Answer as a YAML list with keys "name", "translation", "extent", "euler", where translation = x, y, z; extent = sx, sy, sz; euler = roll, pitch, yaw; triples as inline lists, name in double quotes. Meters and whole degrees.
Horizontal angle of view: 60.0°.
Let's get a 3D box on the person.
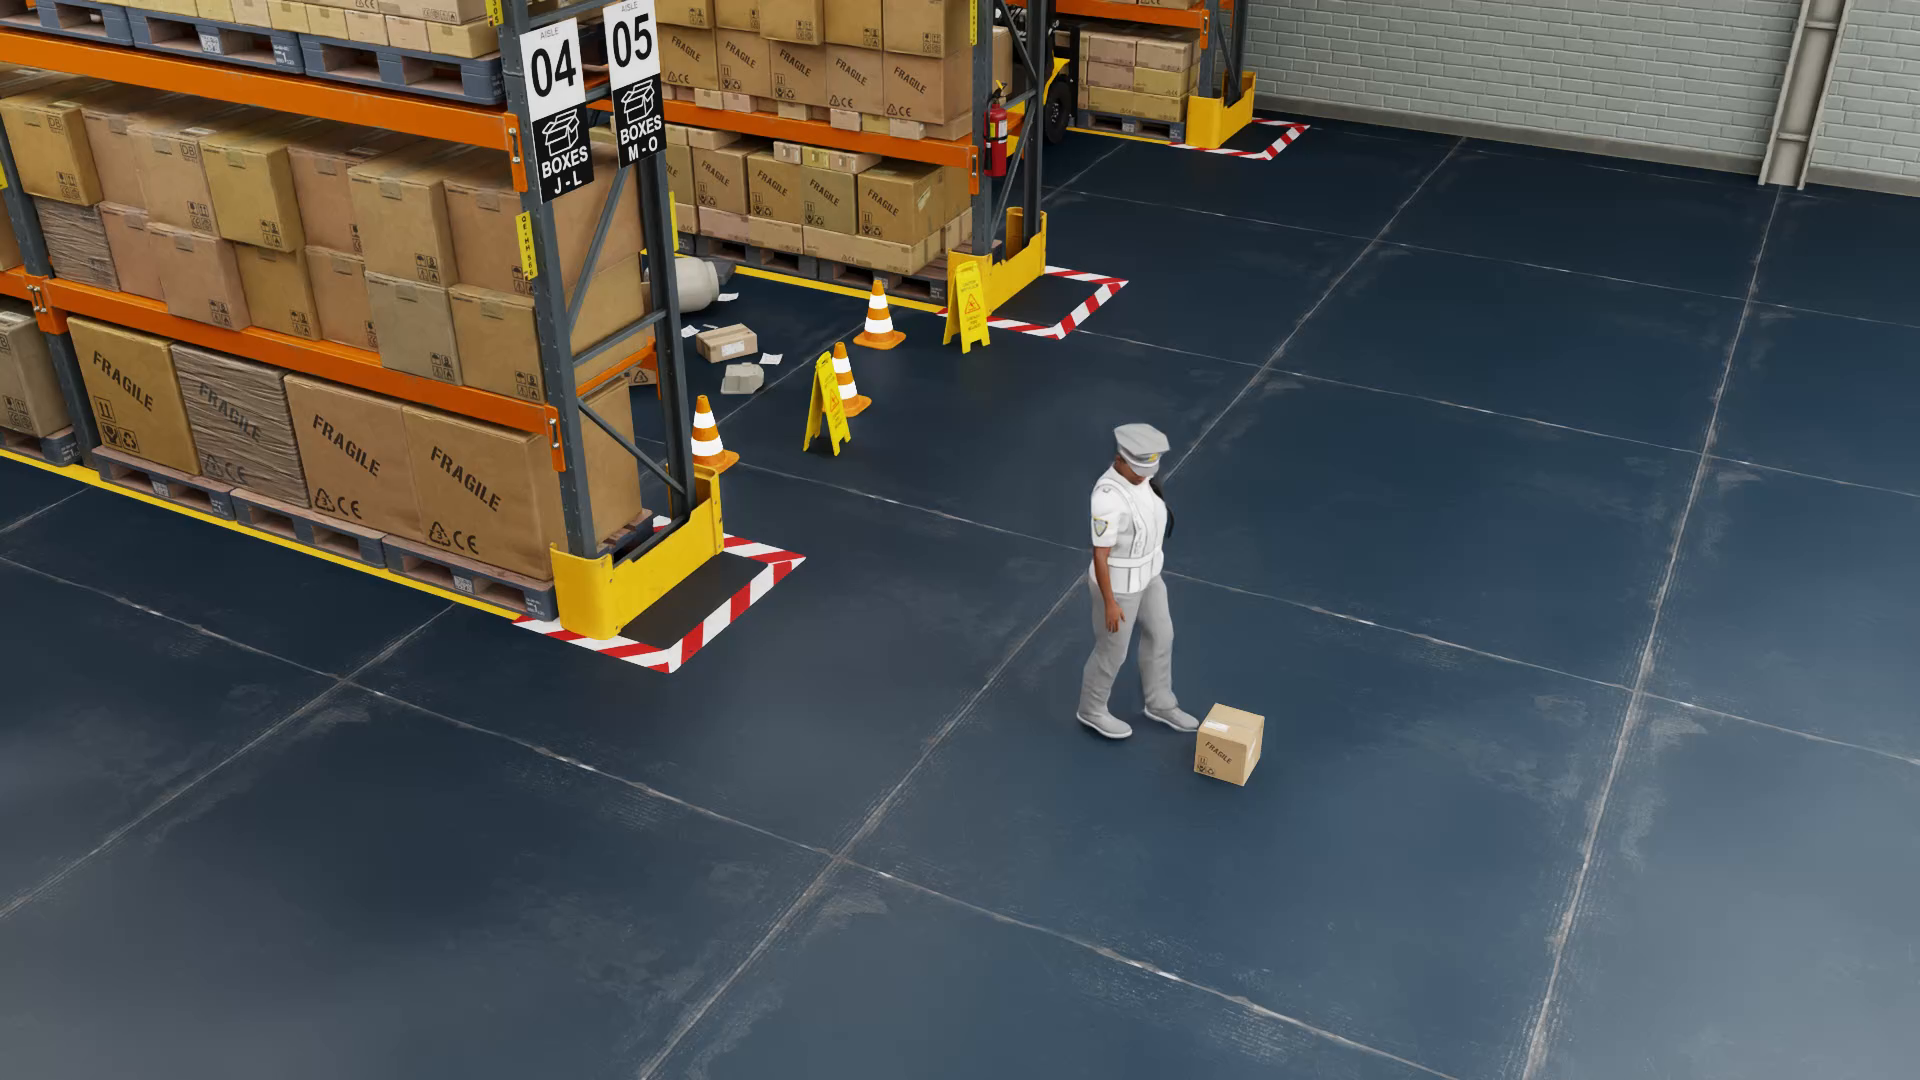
- name: "person"
  translation: [0.860, 0.242, 7.871]
  extent: [0.544, 1.690, 0.501]
  euler: [18, 35, 27]
